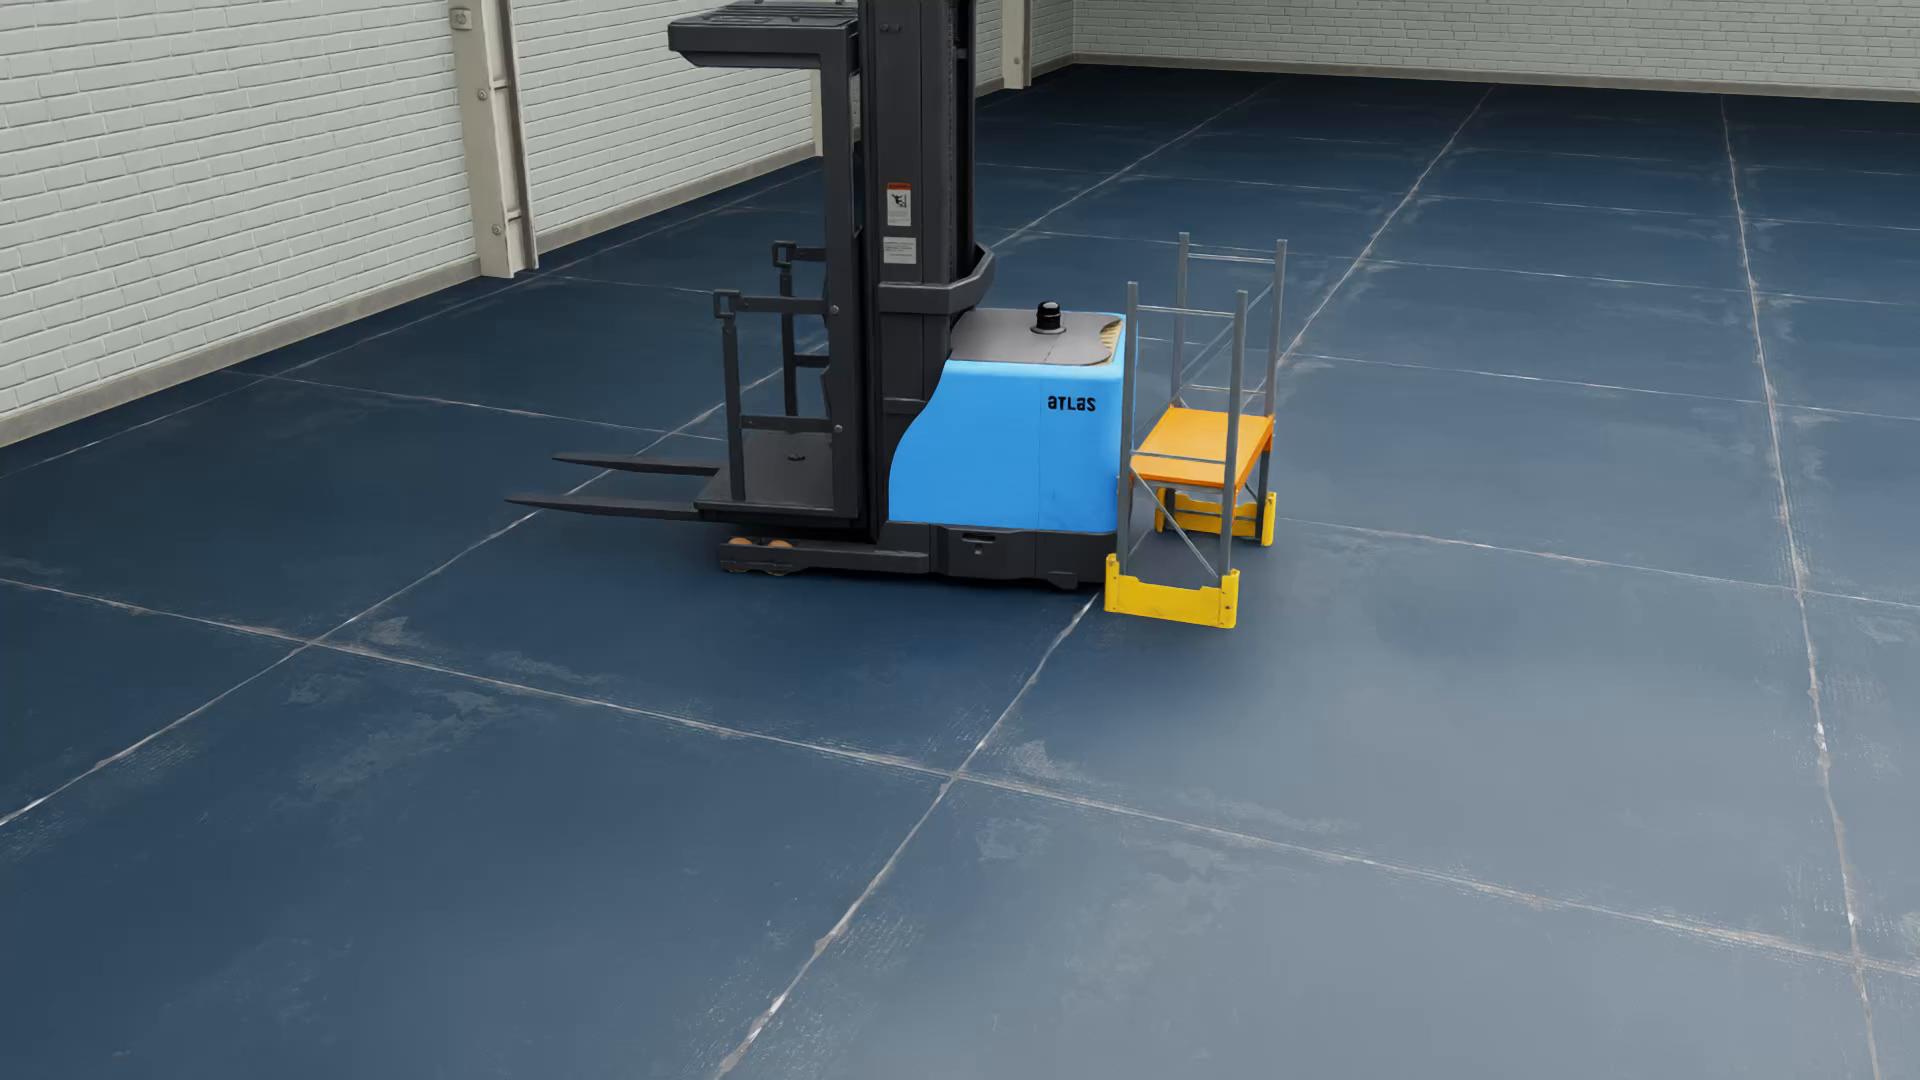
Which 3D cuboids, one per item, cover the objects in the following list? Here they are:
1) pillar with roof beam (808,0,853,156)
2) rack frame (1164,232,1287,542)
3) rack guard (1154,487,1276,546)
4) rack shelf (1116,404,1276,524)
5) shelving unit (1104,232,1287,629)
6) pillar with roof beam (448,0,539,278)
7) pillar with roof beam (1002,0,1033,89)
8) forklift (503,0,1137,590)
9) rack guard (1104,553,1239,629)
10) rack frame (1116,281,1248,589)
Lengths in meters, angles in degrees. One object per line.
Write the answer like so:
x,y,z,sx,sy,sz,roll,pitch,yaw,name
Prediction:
2.575,-7.859,15.389,9.100,9.000,0.400,9,24,20,pillar with roof beam
1.269,-0.721,8.030,0.500,1.500,0.032,8,24,18,rack frame
1.263,-0.137,8.254,0.587,0.250,0.087,8,24,18,rack guard
1.102,-0.370,7.656,0.538,0.185,1.000,8,24,18,rack shelf
1.099,-0.533,7.579,0.587,1.500,1.083,8,24,18,shelving unit
0.346,-5.712,10.249,9.100,9.000,0.400,9,24,20,pillar with roof beam
4.804,-10.006,20.529,9.100,9.000,0.400,9,24,20,pillar with roof beam
-0.692,-1.378,7.746,3.031,2.935,1.130,4,23,9,forklift
0.936,0.225,7.386,0.587,0.250,0.087,8,24,18,rack guard
0.935,-0.351,7.144,0.500,1.500,0.032,8,24,18,rack frame
